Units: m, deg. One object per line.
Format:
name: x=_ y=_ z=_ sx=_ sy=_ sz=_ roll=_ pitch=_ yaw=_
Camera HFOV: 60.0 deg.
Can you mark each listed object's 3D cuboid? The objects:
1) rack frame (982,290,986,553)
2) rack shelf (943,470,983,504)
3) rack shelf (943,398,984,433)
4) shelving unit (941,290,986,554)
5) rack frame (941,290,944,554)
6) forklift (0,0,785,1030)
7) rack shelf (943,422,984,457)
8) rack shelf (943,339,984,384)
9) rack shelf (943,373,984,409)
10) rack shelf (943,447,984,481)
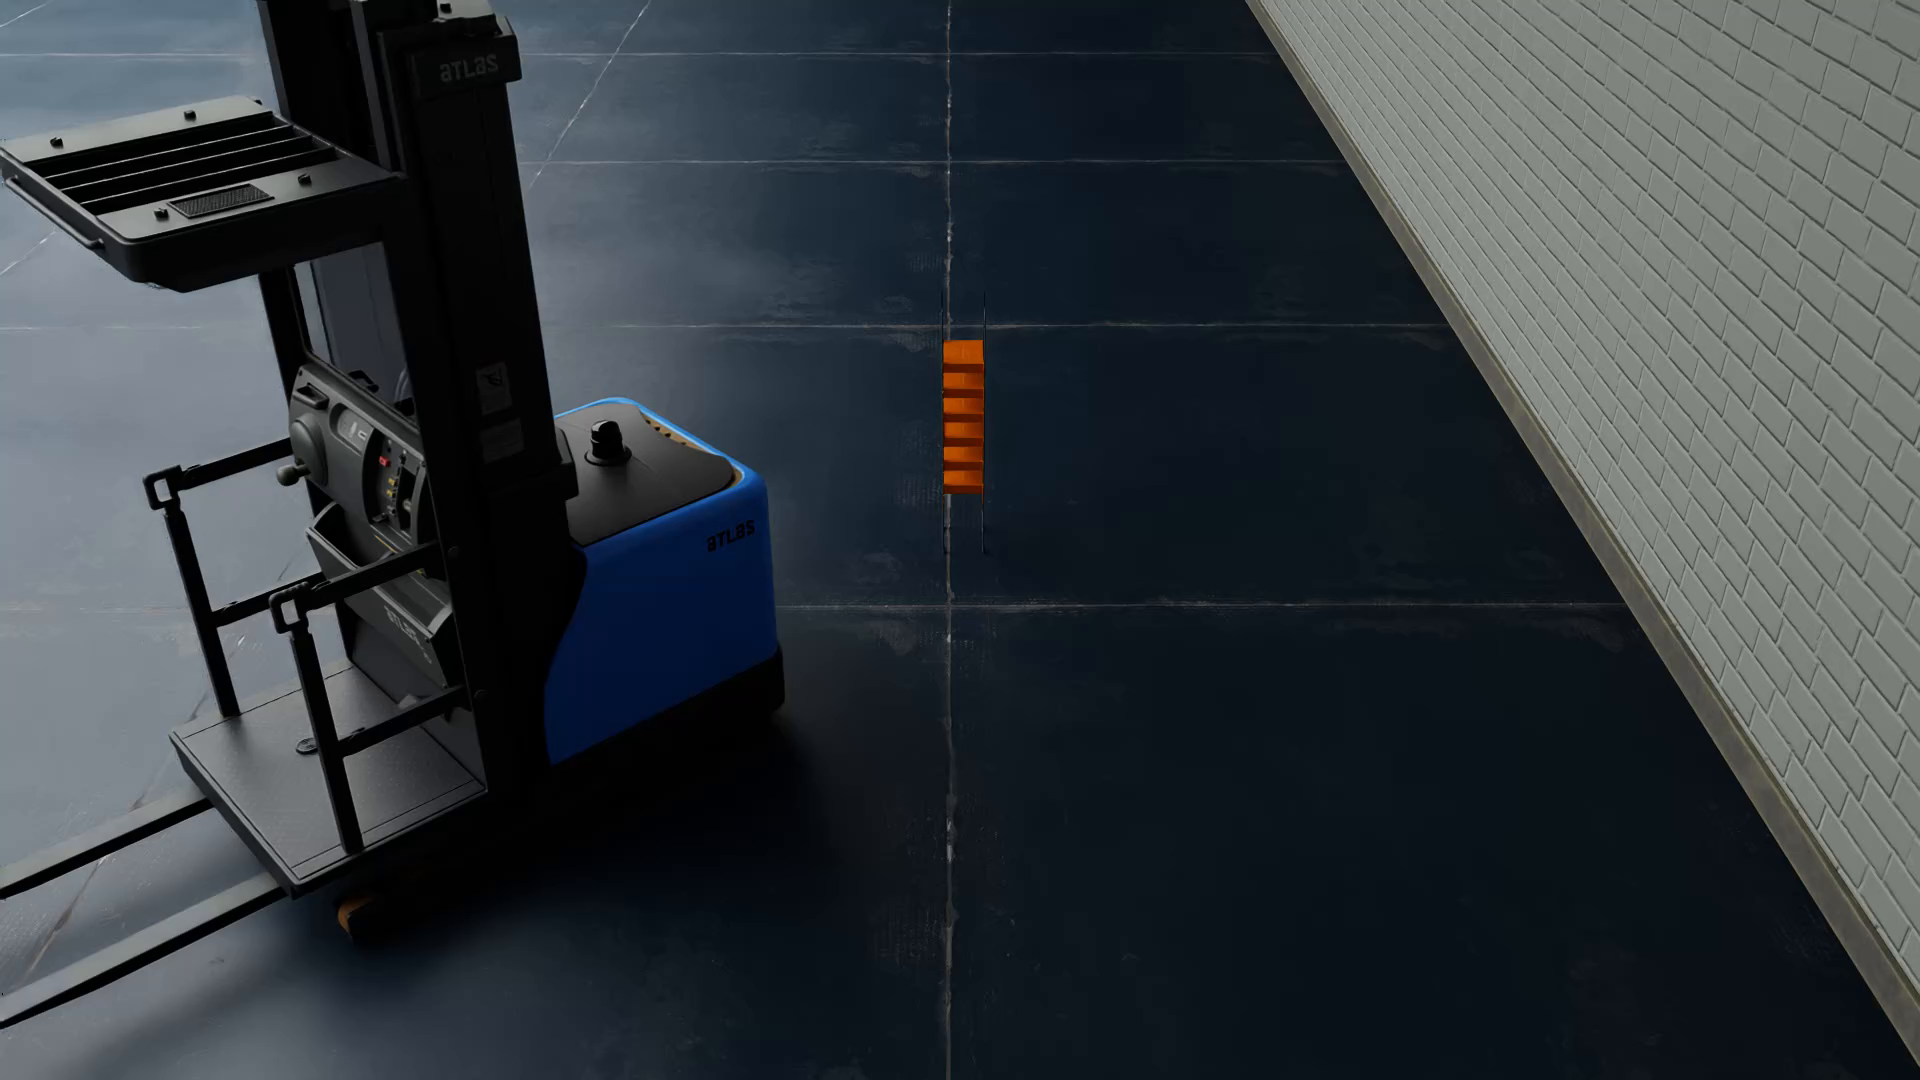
rack frame: x=0.106 y=-0.513 z=7.439 sx=0.006 sy=1.200 sz=0.240 roll=0 pitch=31 yaw=0
rack shelf: x=0.014 y=-0.270 z=7.586 sx=0.180 sy=0.103 sz=0.258 roll=0 pitch=31 yaw=0
rack shelf: x=0.014 y=-0.578 z=7.400 sx=0.180 sy=0.103 sz=0.258 roll=0 pitch=31 yaw=0
shelving unit: x=0.014 y=-0.513 z=7.439 sx=0.189 sy=1.200 sz=0.258 roll=0 pitch=31 yaw=0
rack frame: x=-0.077 y=-0.513 z=7.438 sx=0.006 sy=1.200 sz=0.240 roll=0 pitch=31 yaw=0
forklift: x=-2.115 y=-0.226 z=5.297 sx=3.031 sy=2.935 sz=1.130 roll=-26 pitch=40 yaw=-36
rack shelf: x=0.014 y=-0.475 z=7.462 sx=0.180 sy=0.103 sz=0.258 roll=0 pitch=31 yaw=0
rack shelf: x=0.014 y=-0.783 z=7.275 sx=0.180 sy=0.103 sz=0.258 roll=0 pitch=31 yaw=0
rack shelf: x=0.014 y=-0.680 z=7.337 sx=0.180 sy=0.103 sz=0.258 roll=0 pitch=31 yaw=0
rack shelf: x=0.014 y=-0.372 z=7.524 sx=0.180 sy=0.103 sz=0.258 roll=0 pitch=31 yaw=0
